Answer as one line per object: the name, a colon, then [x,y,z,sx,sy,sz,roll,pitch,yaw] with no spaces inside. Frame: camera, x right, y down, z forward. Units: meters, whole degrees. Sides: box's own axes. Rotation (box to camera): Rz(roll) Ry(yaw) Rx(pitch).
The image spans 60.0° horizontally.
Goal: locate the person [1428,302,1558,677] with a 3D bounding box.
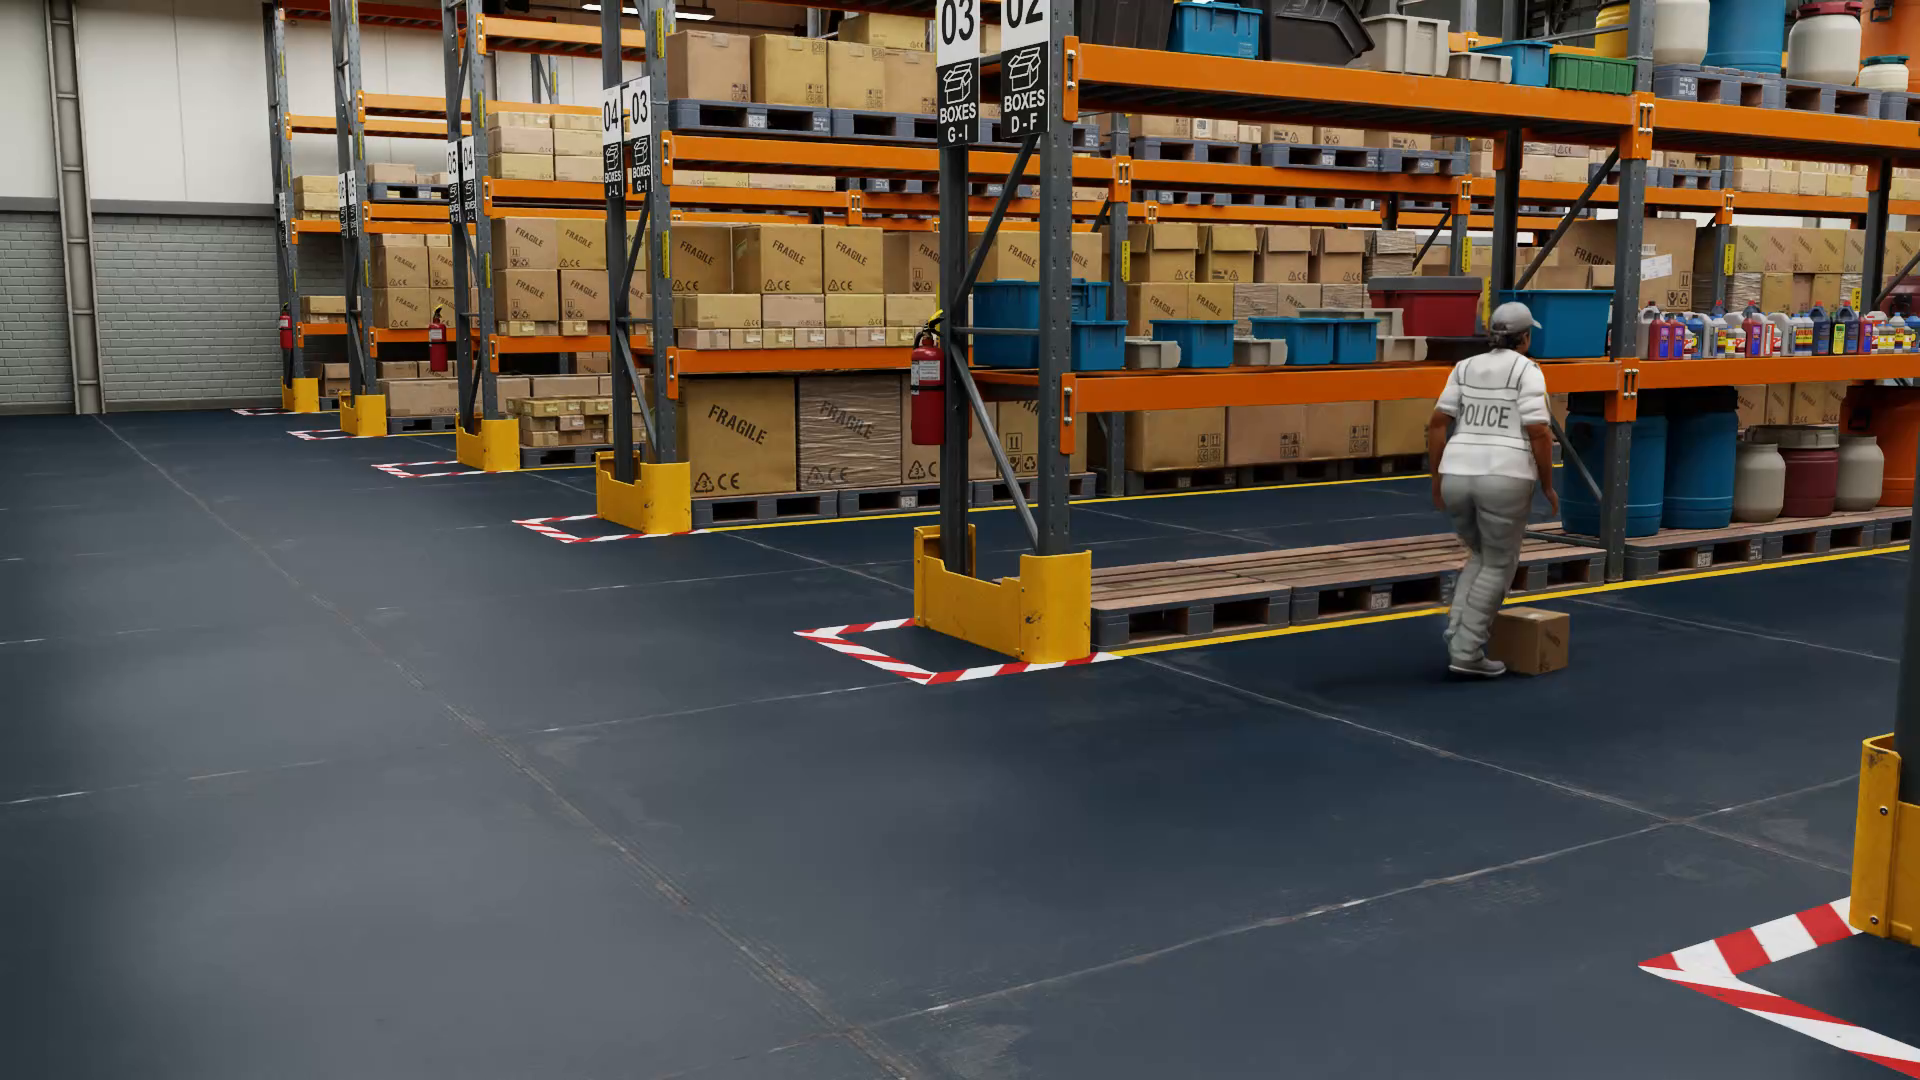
person: [2.348,-0.209,7.396,0.533,1.678,0.563,-6,10,-36]
